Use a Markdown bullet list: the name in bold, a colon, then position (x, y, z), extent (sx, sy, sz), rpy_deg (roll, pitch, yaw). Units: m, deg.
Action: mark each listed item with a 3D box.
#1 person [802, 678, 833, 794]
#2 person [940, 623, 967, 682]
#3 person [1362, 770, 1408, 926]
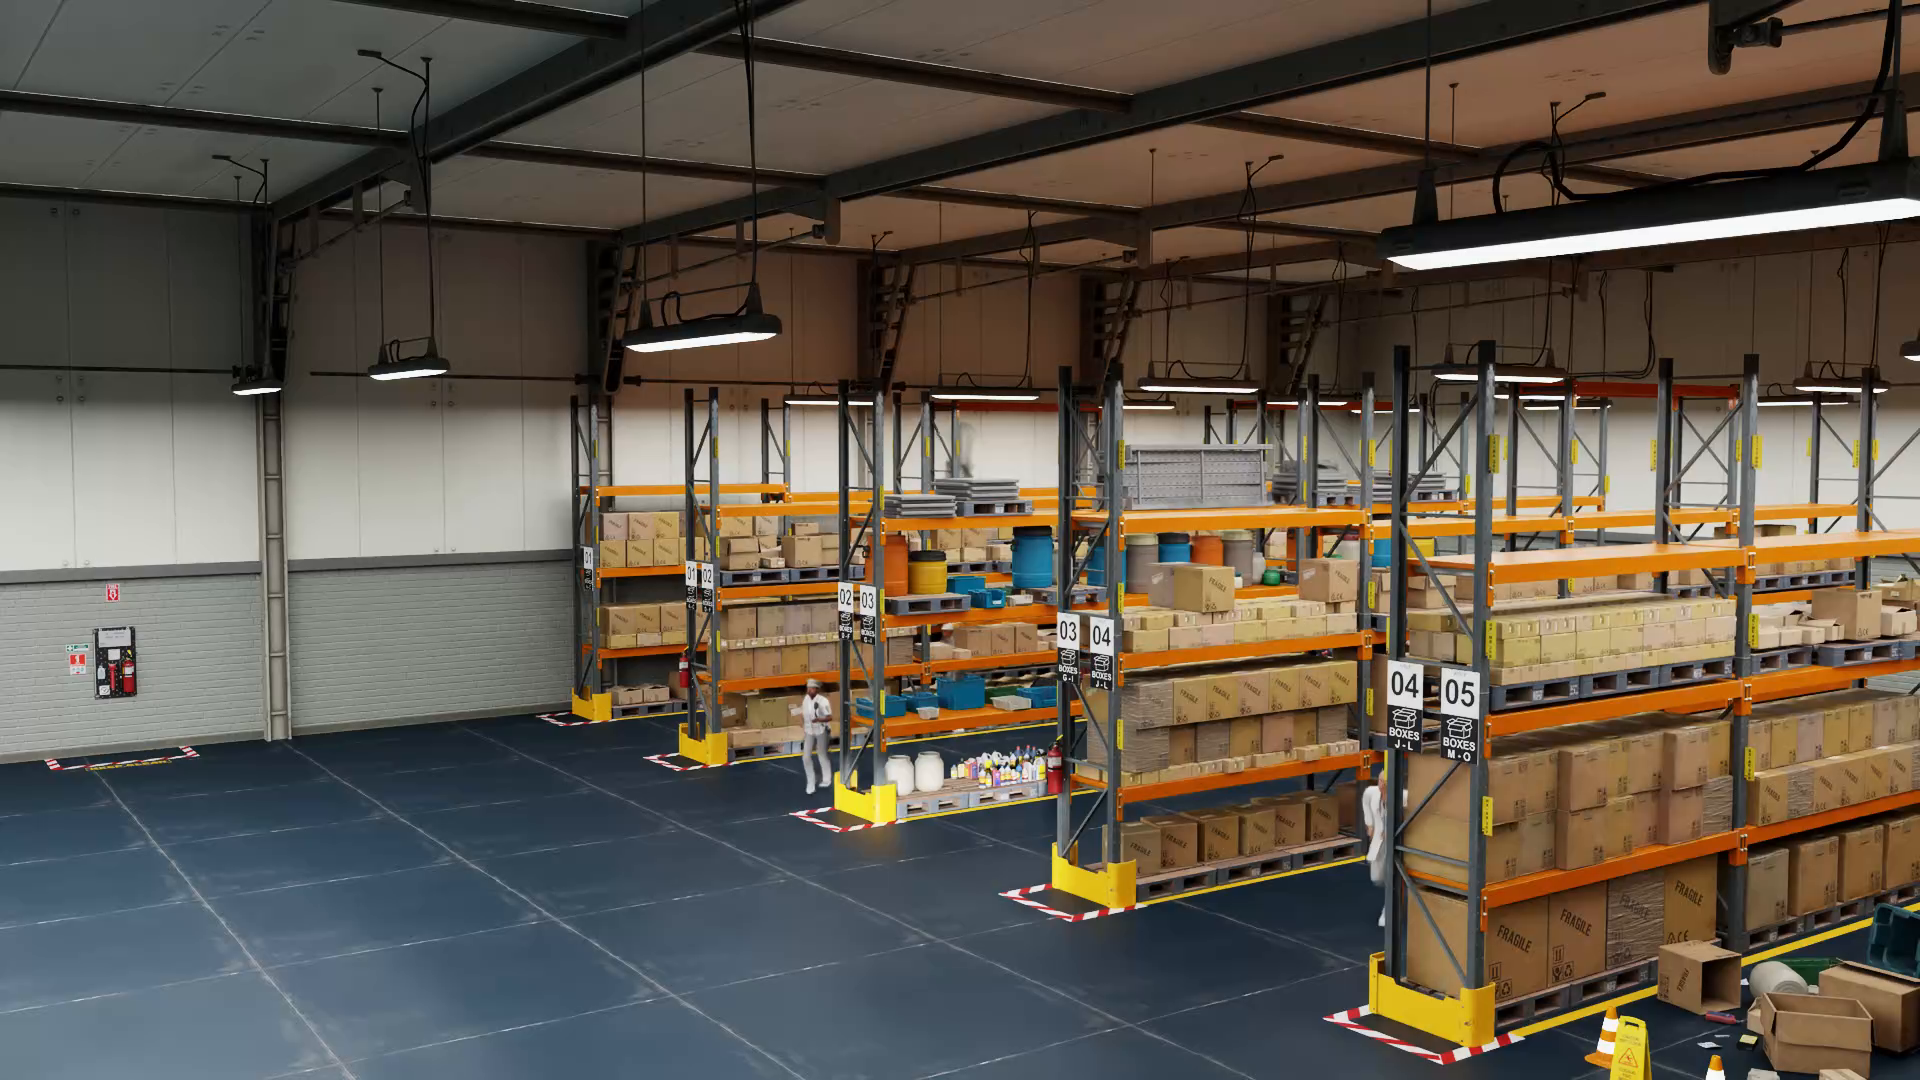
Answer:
- **person**: position (-2.118, 2.873, 24.383), extent (0.577, 1.732, 0.771), rpy_deg (1, 4, 22)
- **person**: position (-0.069, 2.416, 31.871), extent (0.740, 1.706, 0.650), rpy_deg (-2, 4, -35)
- **person**: position (4.564, 3.260, 17.689), extent (0.697, 1.706, 0.778), rpy_deg (2, 4, 31)
